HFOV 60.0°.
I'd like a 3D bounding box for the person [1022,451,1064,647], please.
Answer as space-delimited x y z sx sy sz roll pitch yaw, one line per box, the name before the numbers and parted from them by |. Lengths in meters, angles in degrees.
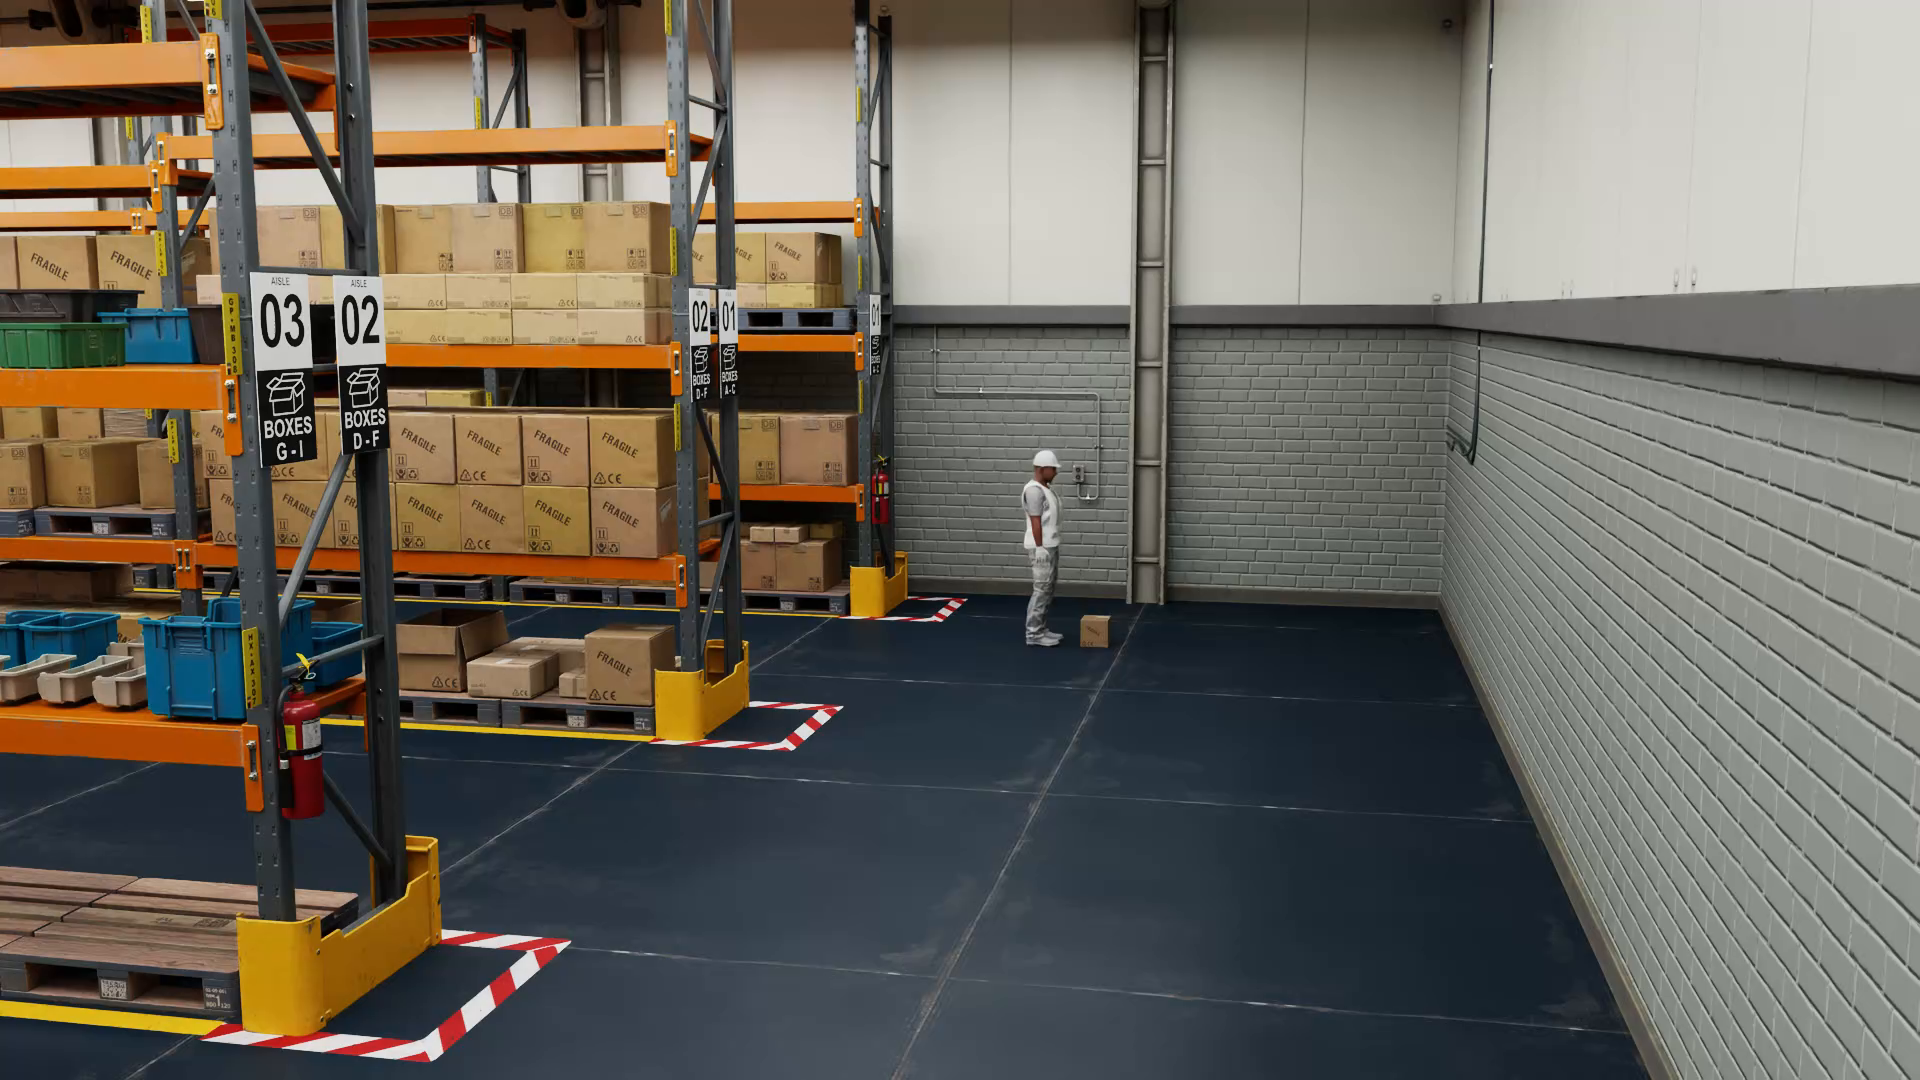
person | 0.766 0.066 15.279 0.361 1.776 0.548 2 8 12
